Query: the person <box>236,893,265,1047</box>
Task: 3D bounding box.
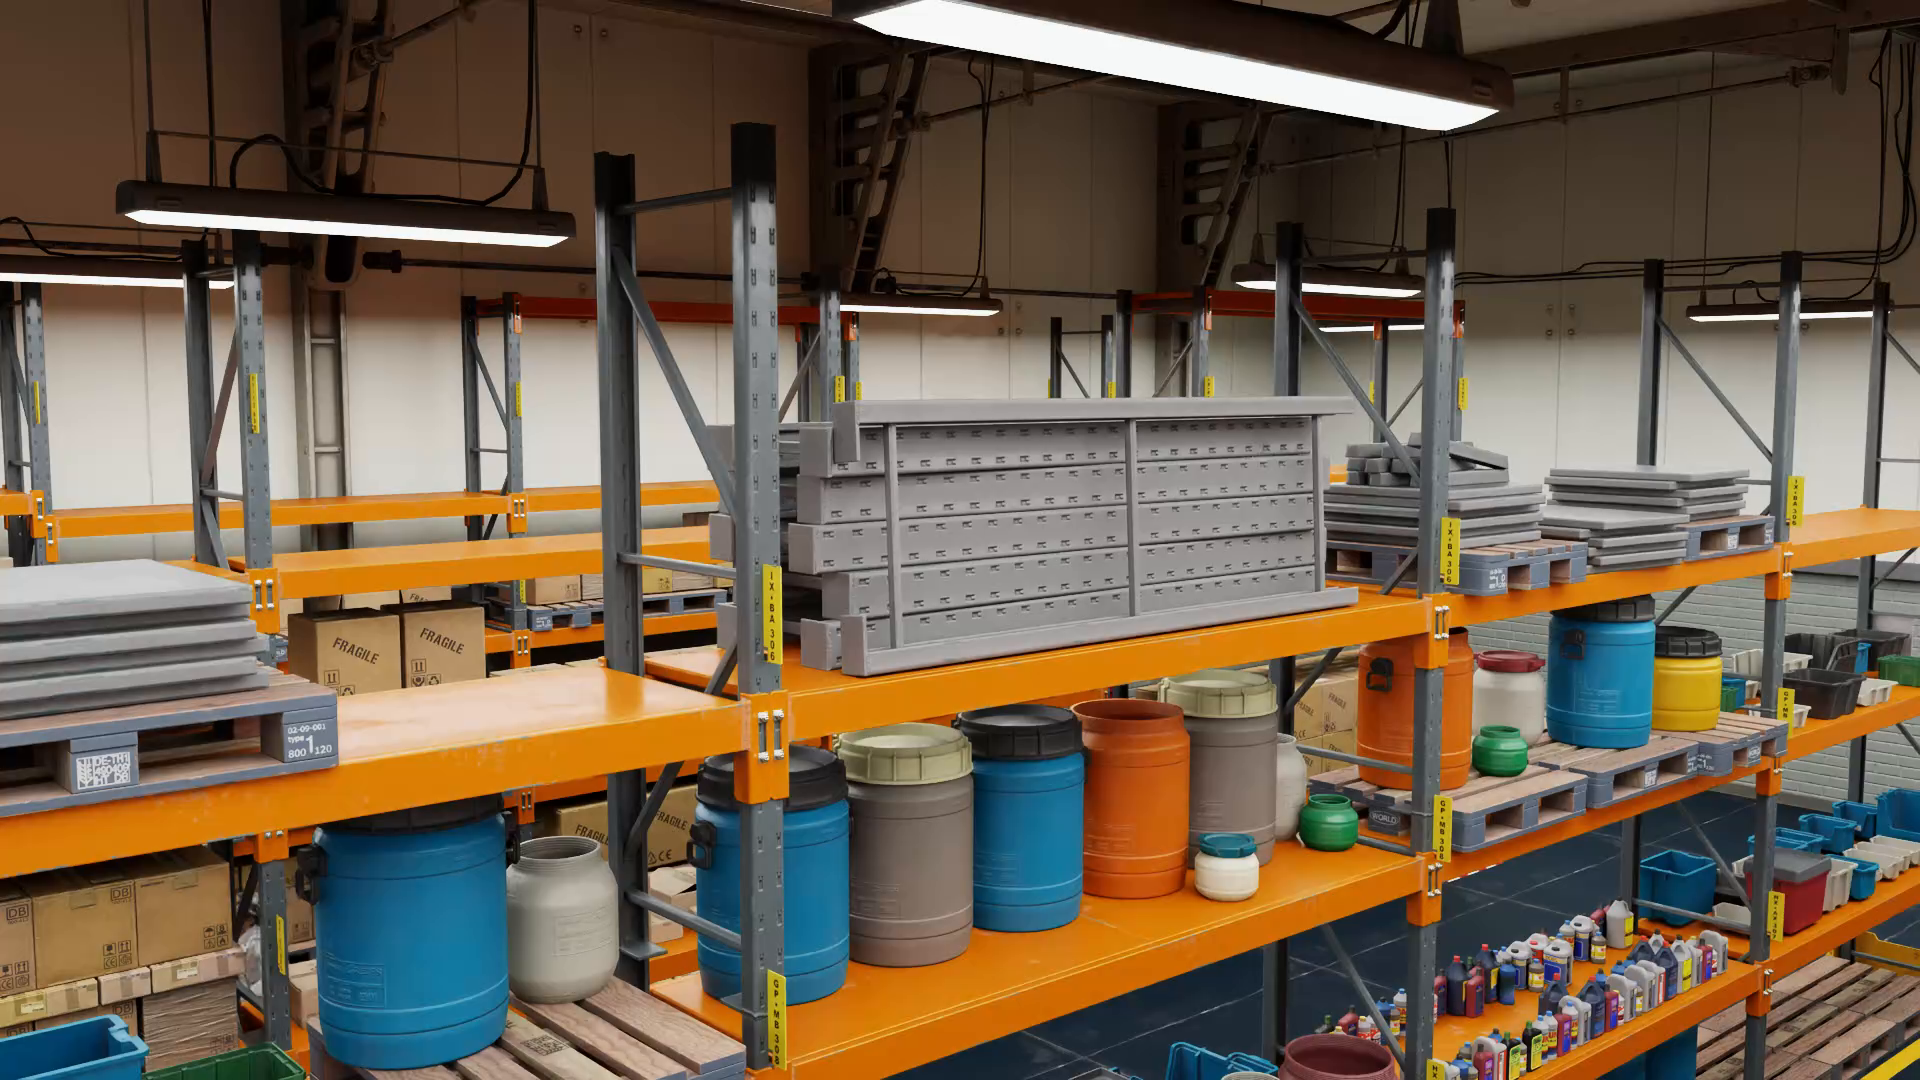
[{"bbox_3d":[-4.934,3.253,11.609,0.528,1.655,0.627,-5,8,-44],"label":"person"}]
